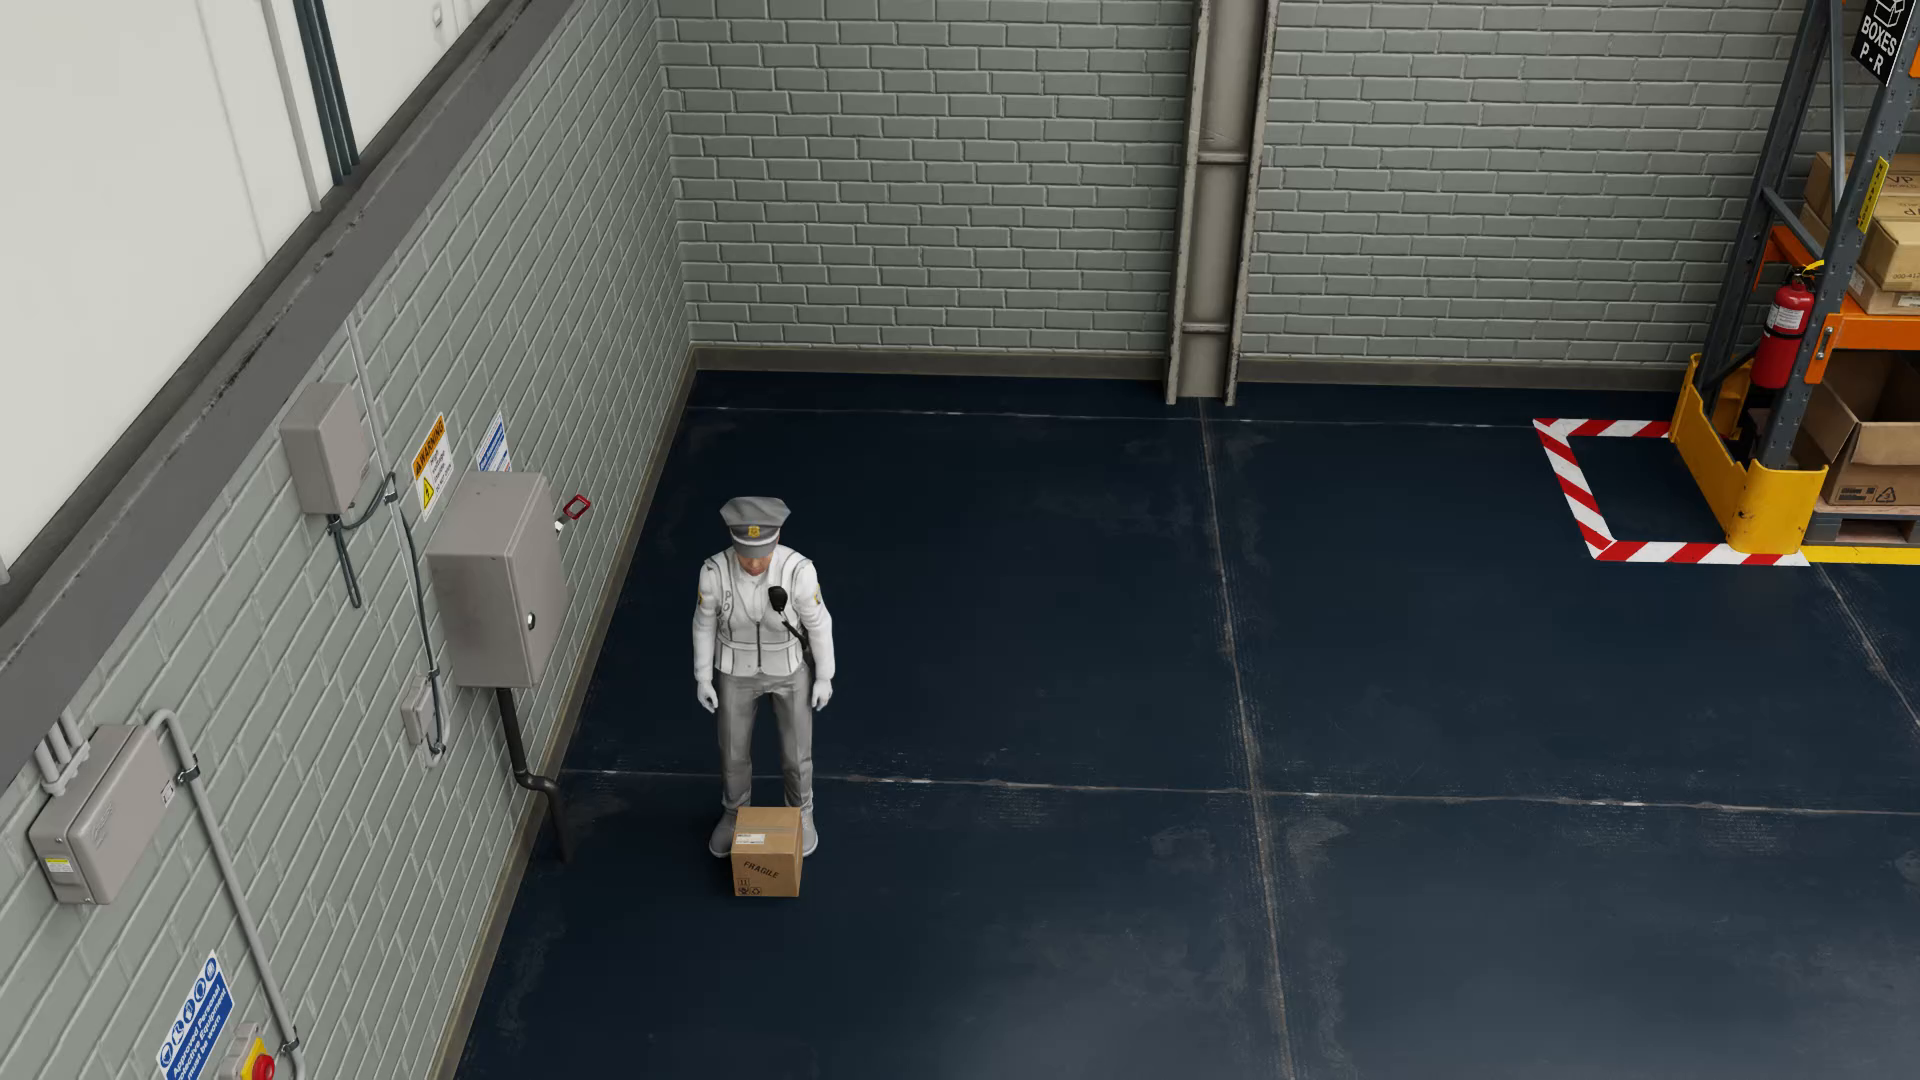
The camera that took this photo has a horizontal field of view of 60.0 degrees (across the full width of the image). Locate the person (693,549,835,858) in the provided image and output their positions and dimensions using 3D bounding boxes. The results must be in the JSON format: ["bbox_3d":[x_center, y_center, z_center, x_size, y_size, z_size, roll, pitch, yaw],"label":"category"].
[{"bbox_3d":[-0.752,0.601,6.452,0.547,1.463,0.353,0,36,-1],"label":"person"}]
